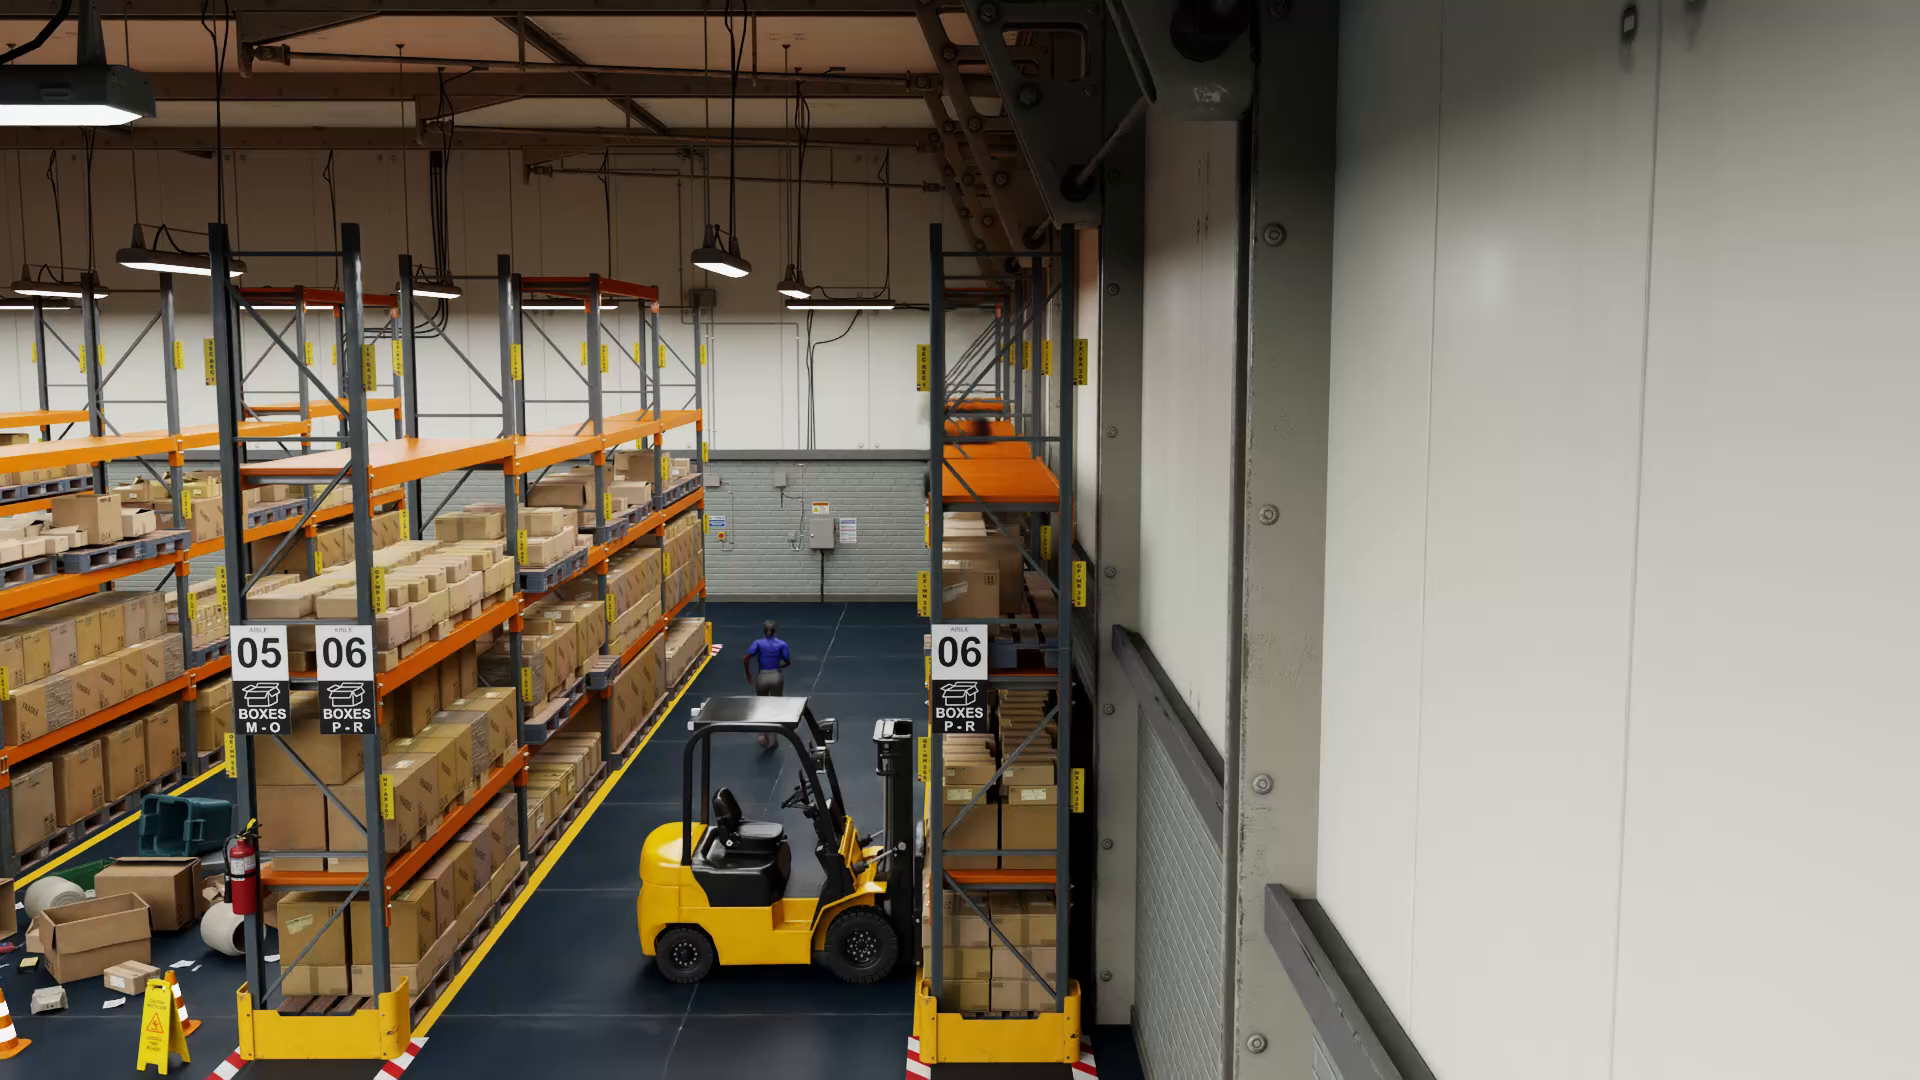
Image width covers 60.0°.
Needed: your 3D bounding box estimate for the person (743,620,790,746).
[{"bbox_3d":[-2.495,1.849,21.568,0.596,1.649,0.644,0,7,-4],"label":"person"}]
